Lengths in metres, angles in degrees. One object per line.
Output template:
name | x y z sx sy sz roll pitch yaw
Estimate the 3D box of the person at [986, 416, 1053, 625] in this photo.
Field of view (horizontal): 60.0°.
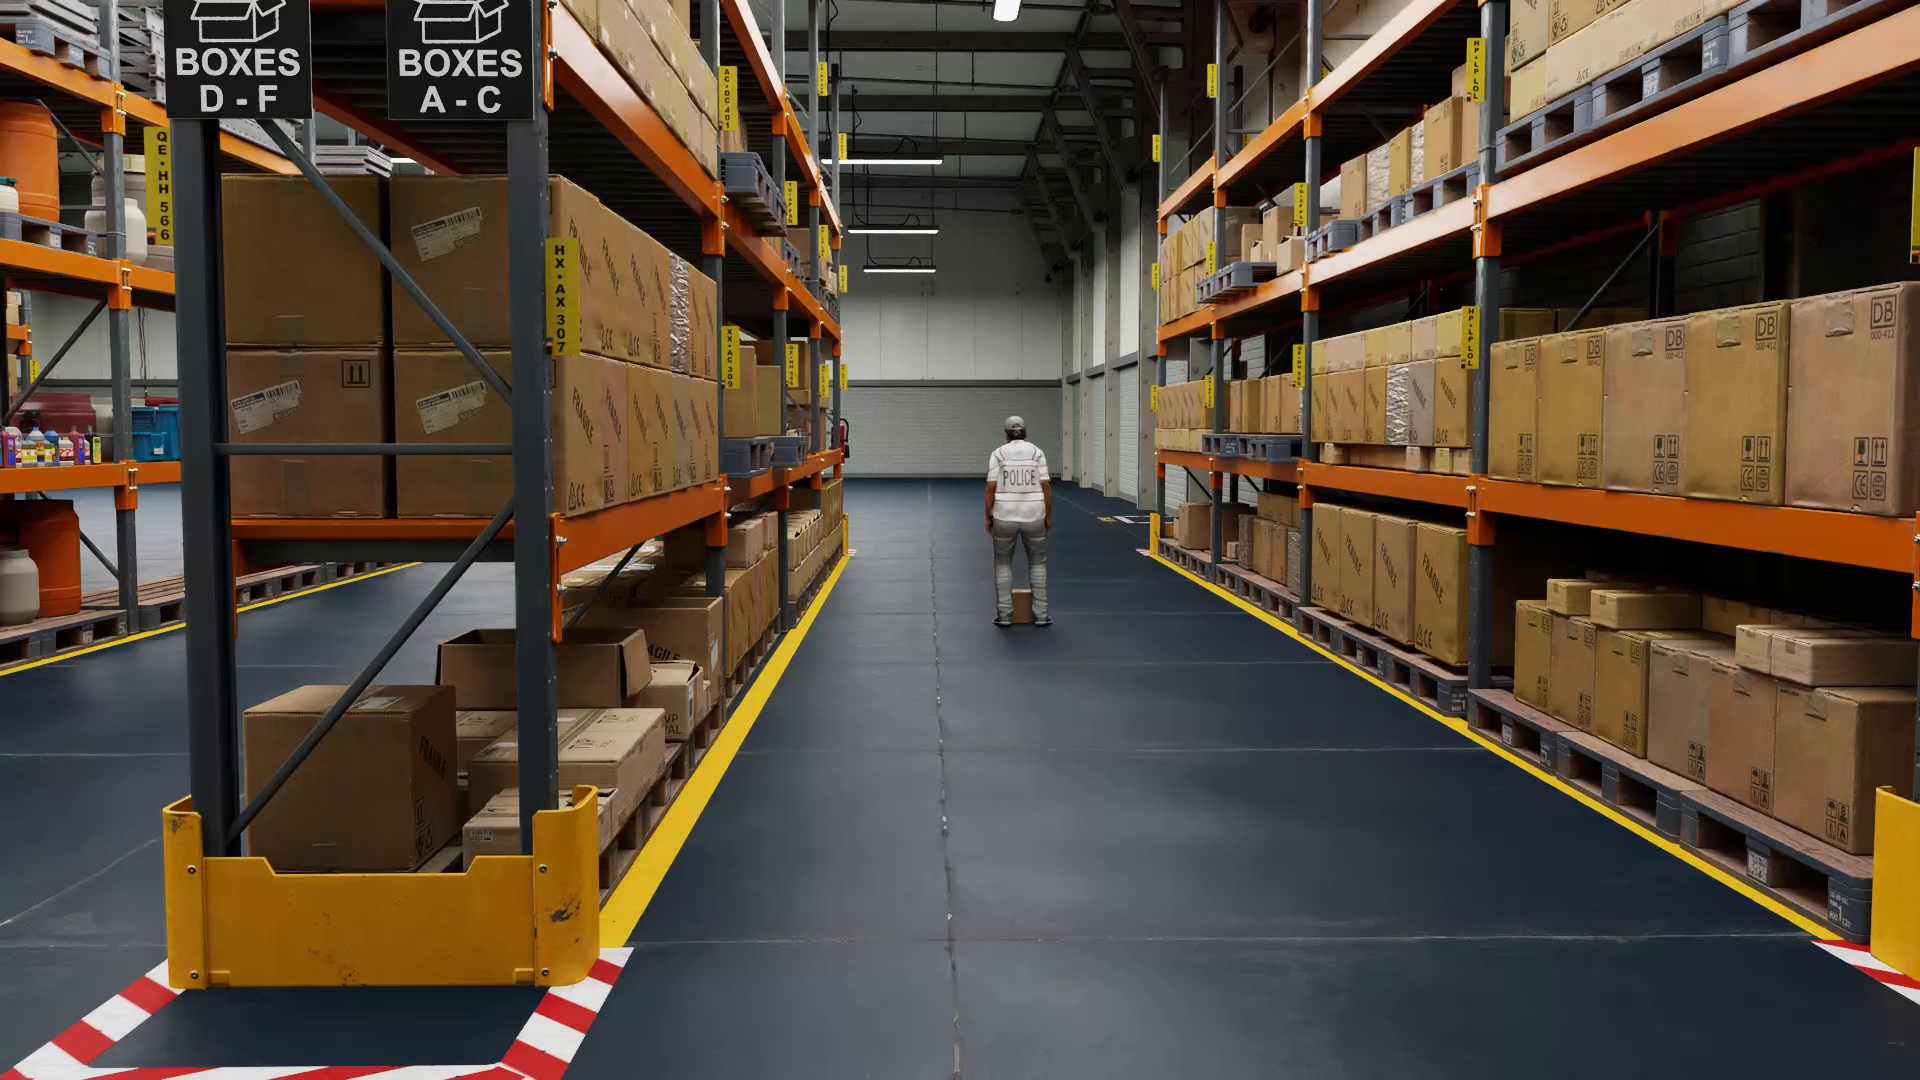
person | 0.473 -0.154 13.235 0.547 1.666 0.473 0 4 -2
